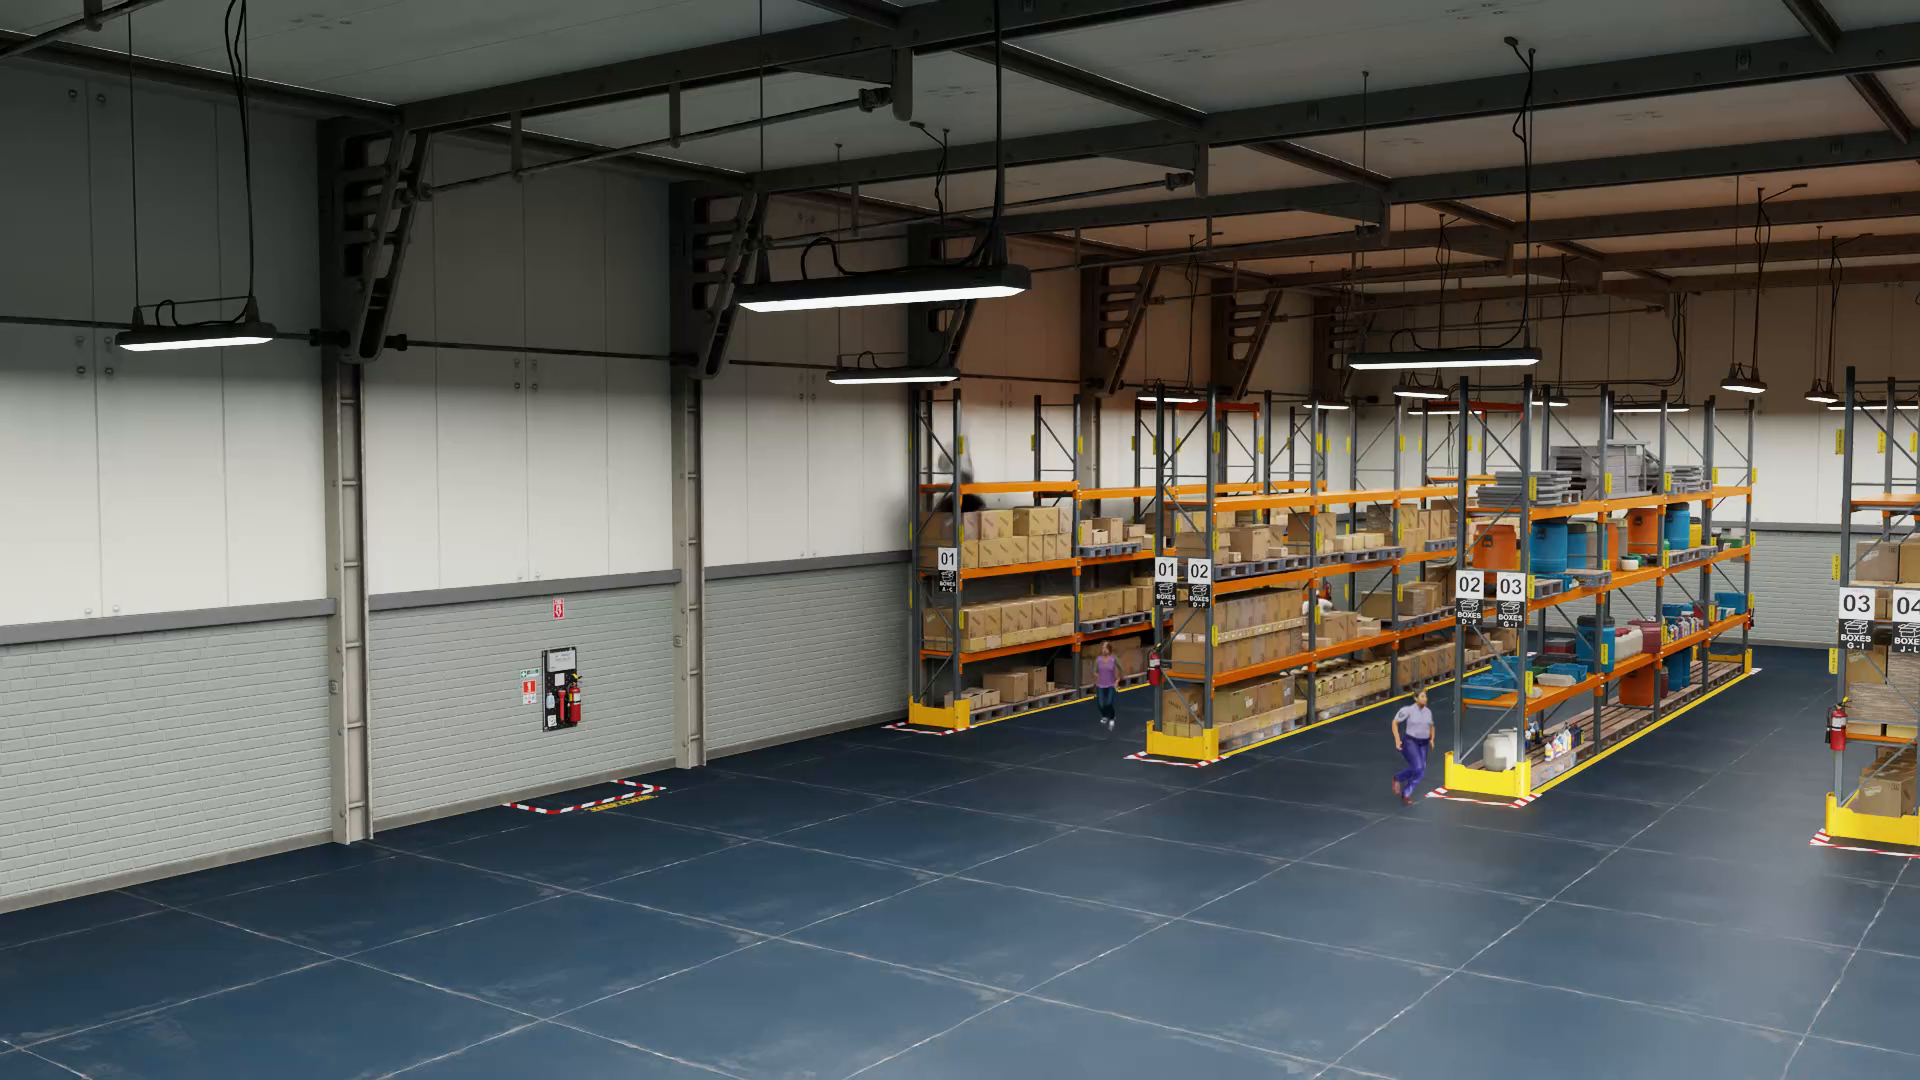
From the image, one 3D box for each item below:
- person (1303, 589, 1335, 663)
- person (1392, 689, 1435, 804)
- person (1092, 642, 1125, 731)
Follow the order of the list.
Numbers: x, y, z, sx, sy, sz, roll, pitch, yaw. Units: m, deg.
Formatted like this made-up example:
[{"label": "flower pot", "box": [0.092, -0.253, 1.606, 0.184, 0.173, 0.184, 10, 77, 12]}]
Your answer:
[{"label": "person", "box": [8.073, 1.894, 37.631, 0.728, 1.609, 0.839, 2, 4, 26]}, {"label": "person", "box": [6.423, 2.890, 23.290, 0.645, 1.574, 0.512, -1, 4, -23]}, {"label": "person", "box": [2.485, 2.484, 28.175, 0.536, 1.509, 0.563, 1, 3, 19]}]
